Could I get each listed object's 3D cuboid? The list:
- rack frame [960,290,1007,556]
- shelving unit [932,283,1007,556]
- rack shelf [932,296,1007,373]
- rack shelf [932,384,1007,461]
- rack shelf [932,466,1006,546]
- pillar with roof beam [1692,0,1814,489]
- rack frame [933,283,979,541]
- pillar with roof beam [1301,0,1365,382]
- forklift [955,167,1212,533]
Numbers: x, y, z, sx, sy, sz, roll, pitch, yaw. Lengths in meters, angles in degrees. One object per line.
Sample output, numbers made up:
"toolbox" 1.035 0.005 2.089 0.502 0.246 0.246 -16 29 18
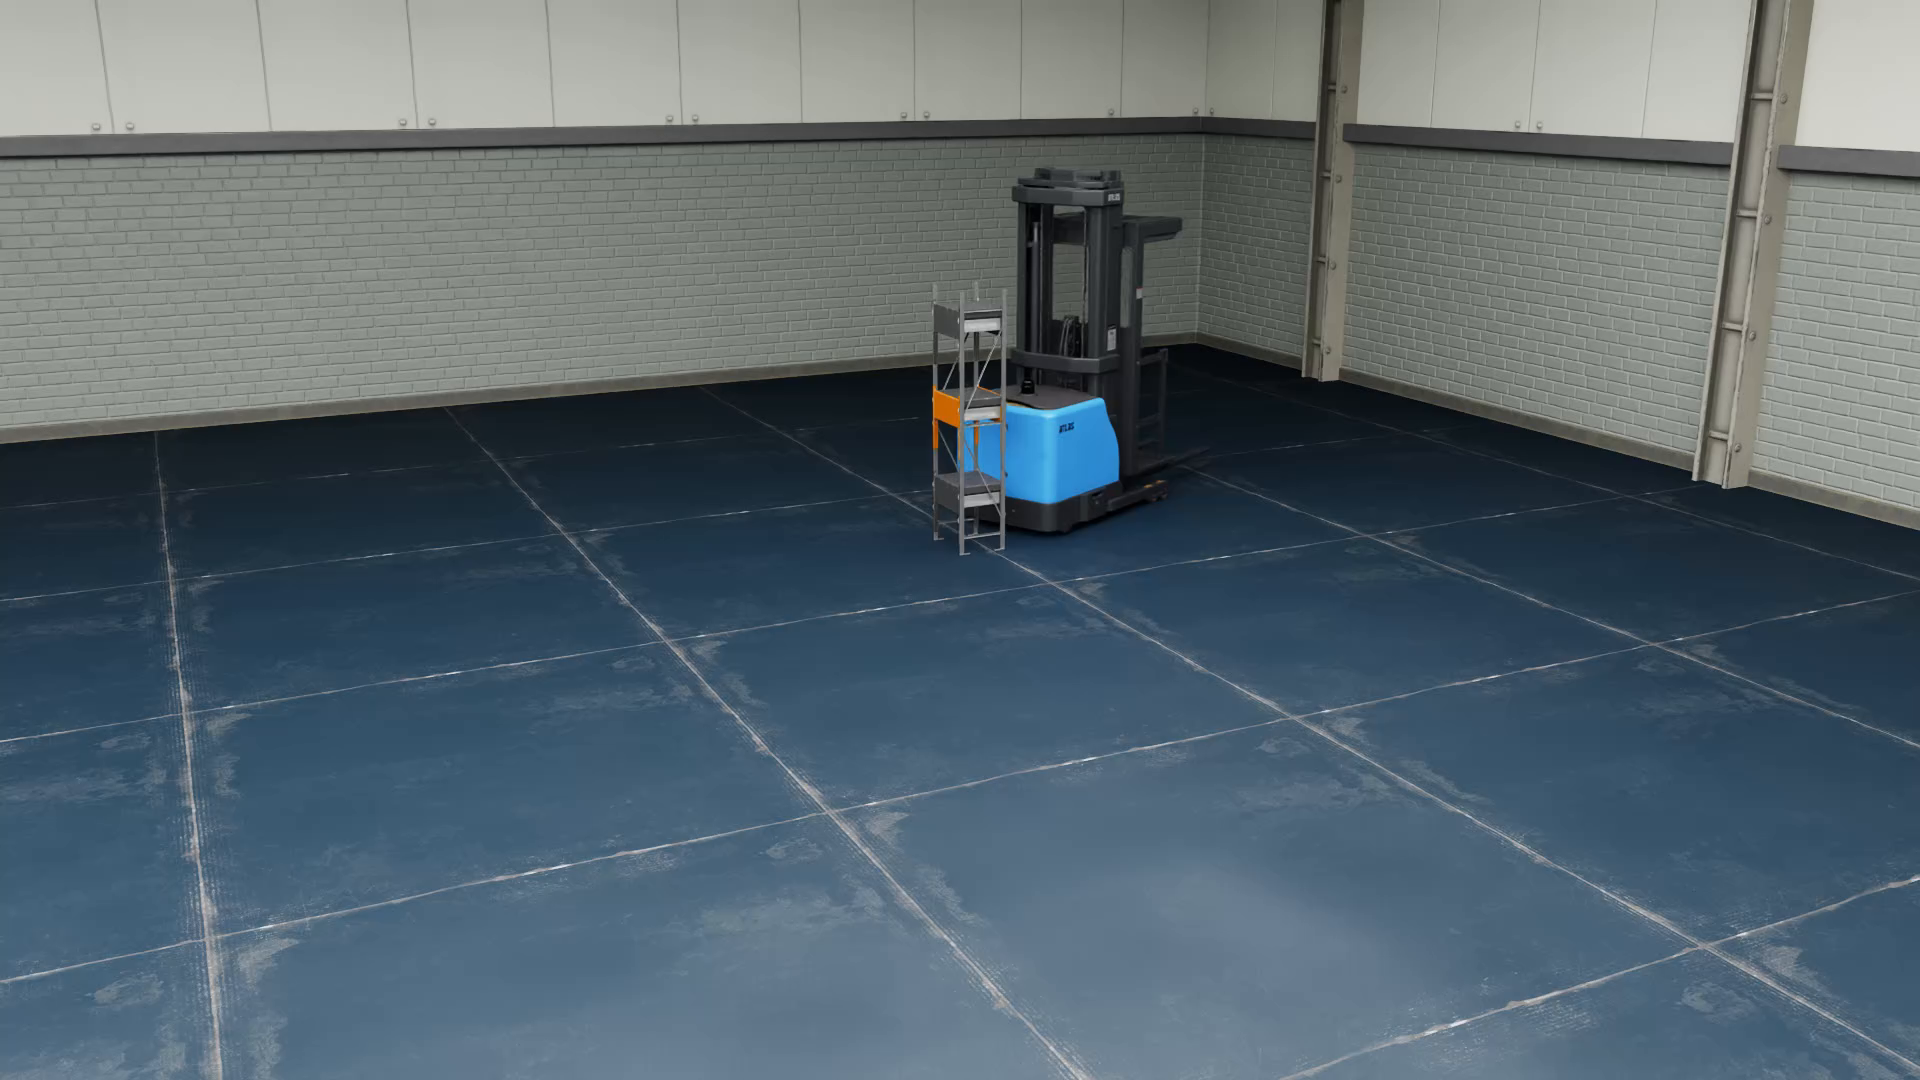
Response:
"rack frame" 0.179 -0.908 13.107 0.400 2.100 0.015 -8 18 -25
"shelving unit" 0.072 -0.968 13.318 0.431 2.100 0.503 -8 18 -25
"rack shelf" 0.072 -1.628 13.129 0.431 0.518 0.480 -8 18 -25
"rack shelf" 0.072 -0.955 13.322 0.431 0.518 0.480 -8 18 -25
"rack shelf" 0.073 -0.282 13.515 0.431 0.518 0.480 -8 18 -25
"pillar with roof beam" 3.276 -4.345 12.578 9.100 9.000 0.400 -8 18 -25
"rack frame" -0.034 -1.029 13.529 0.400 2.100 0.015 -8 18 -25
"pillar with roof beam" 0.648 -5.833 17.763 9.100 9.000 0.400 -8 18 -25
"forklift" 1.248 -1.813 14.753 1.130 2.935 3.031 12 20 36
